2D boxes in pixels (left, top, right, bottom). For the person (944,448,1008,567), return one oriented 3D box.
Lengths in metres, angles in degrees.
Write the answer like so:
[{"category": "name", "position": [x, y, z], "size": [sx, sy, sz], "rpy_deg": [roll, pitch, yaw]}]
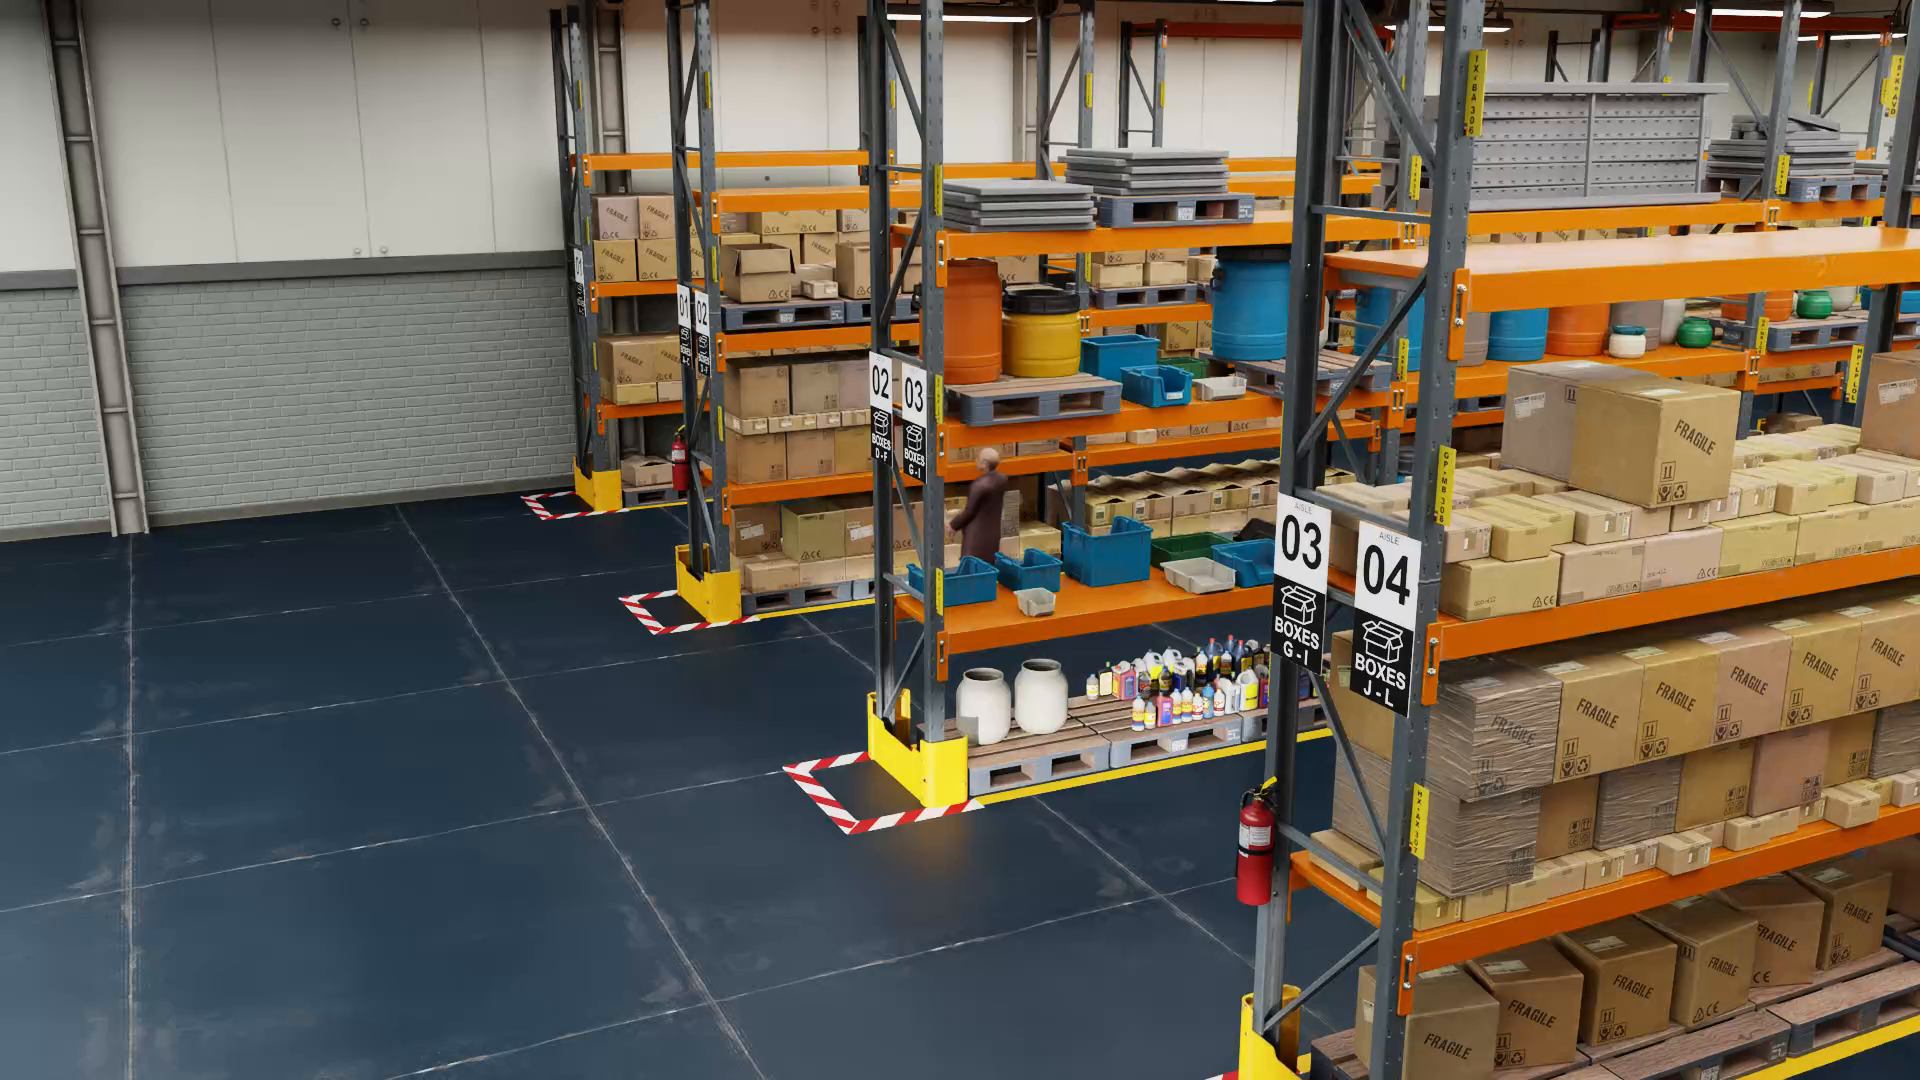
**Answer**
[{"category": "person", "position": [0.147, -0.037, 16.037], "size": [0.539, 1.780, 0.552], "rpy_deg": [9, 18, 31]}]
